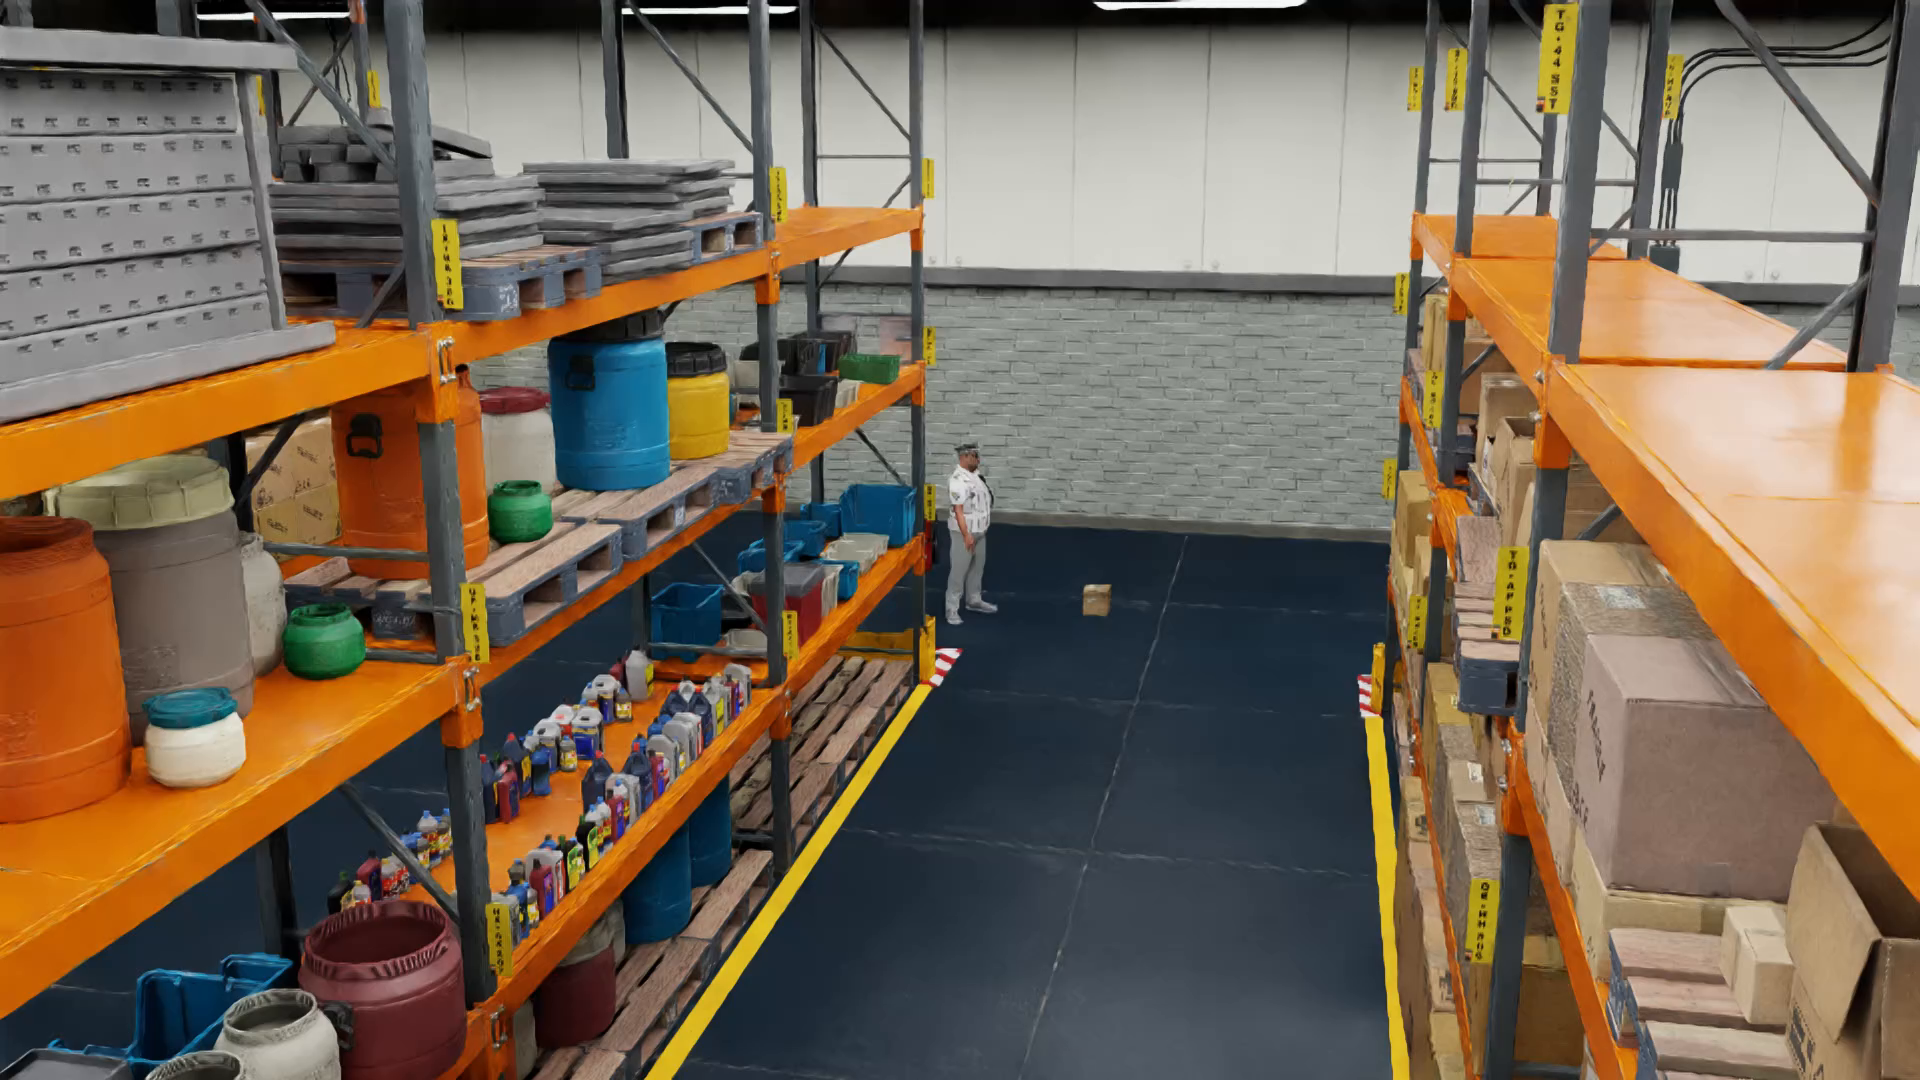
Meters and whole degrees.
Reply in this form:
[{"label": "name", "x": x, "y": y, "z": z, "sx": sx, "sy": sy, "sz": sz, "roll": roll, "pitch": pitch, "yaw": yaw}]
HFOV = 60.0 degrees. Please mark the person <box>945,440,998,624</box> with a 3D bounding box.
[{"label": "person", "x": 0.089, "y": -0.104, "z": 16.285, "sx": 0.398, "sy": 1.770, "sz": 0.691, "roll": 7, "pitch": 16, "yaw": 24}]
